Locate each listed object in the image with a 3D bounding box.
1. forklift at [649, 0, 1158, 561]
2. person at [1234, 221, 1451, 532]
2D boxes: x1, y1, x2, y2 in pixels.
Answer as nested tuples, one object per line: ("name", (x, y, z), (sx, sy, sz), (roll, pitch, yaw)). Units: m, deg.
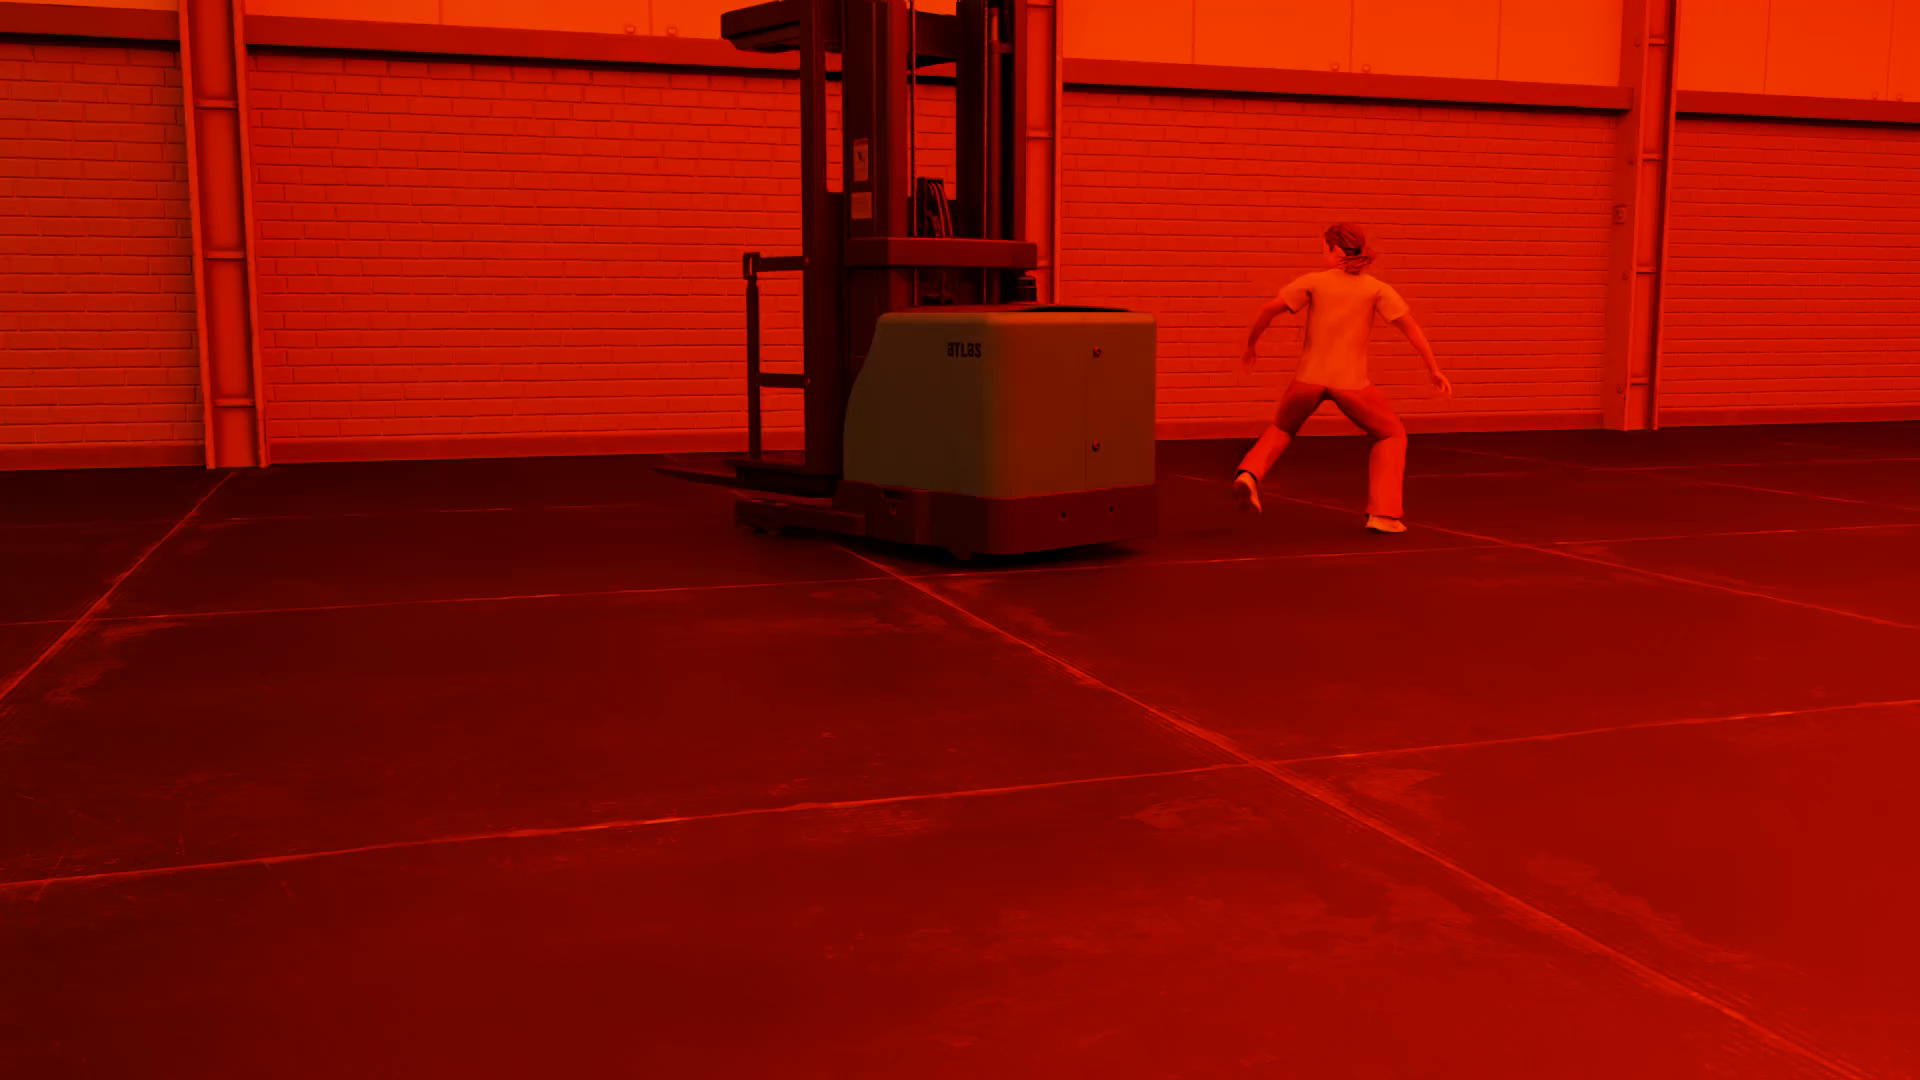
("forklift", (-0.462, -1.511, 8.156), (1.130, 2.935, 3.031), (-7, 10, -42))
("person", (1.886, -0.778, 8.173), (1.022, 1.559, 0.499), (3, 8, 19))
